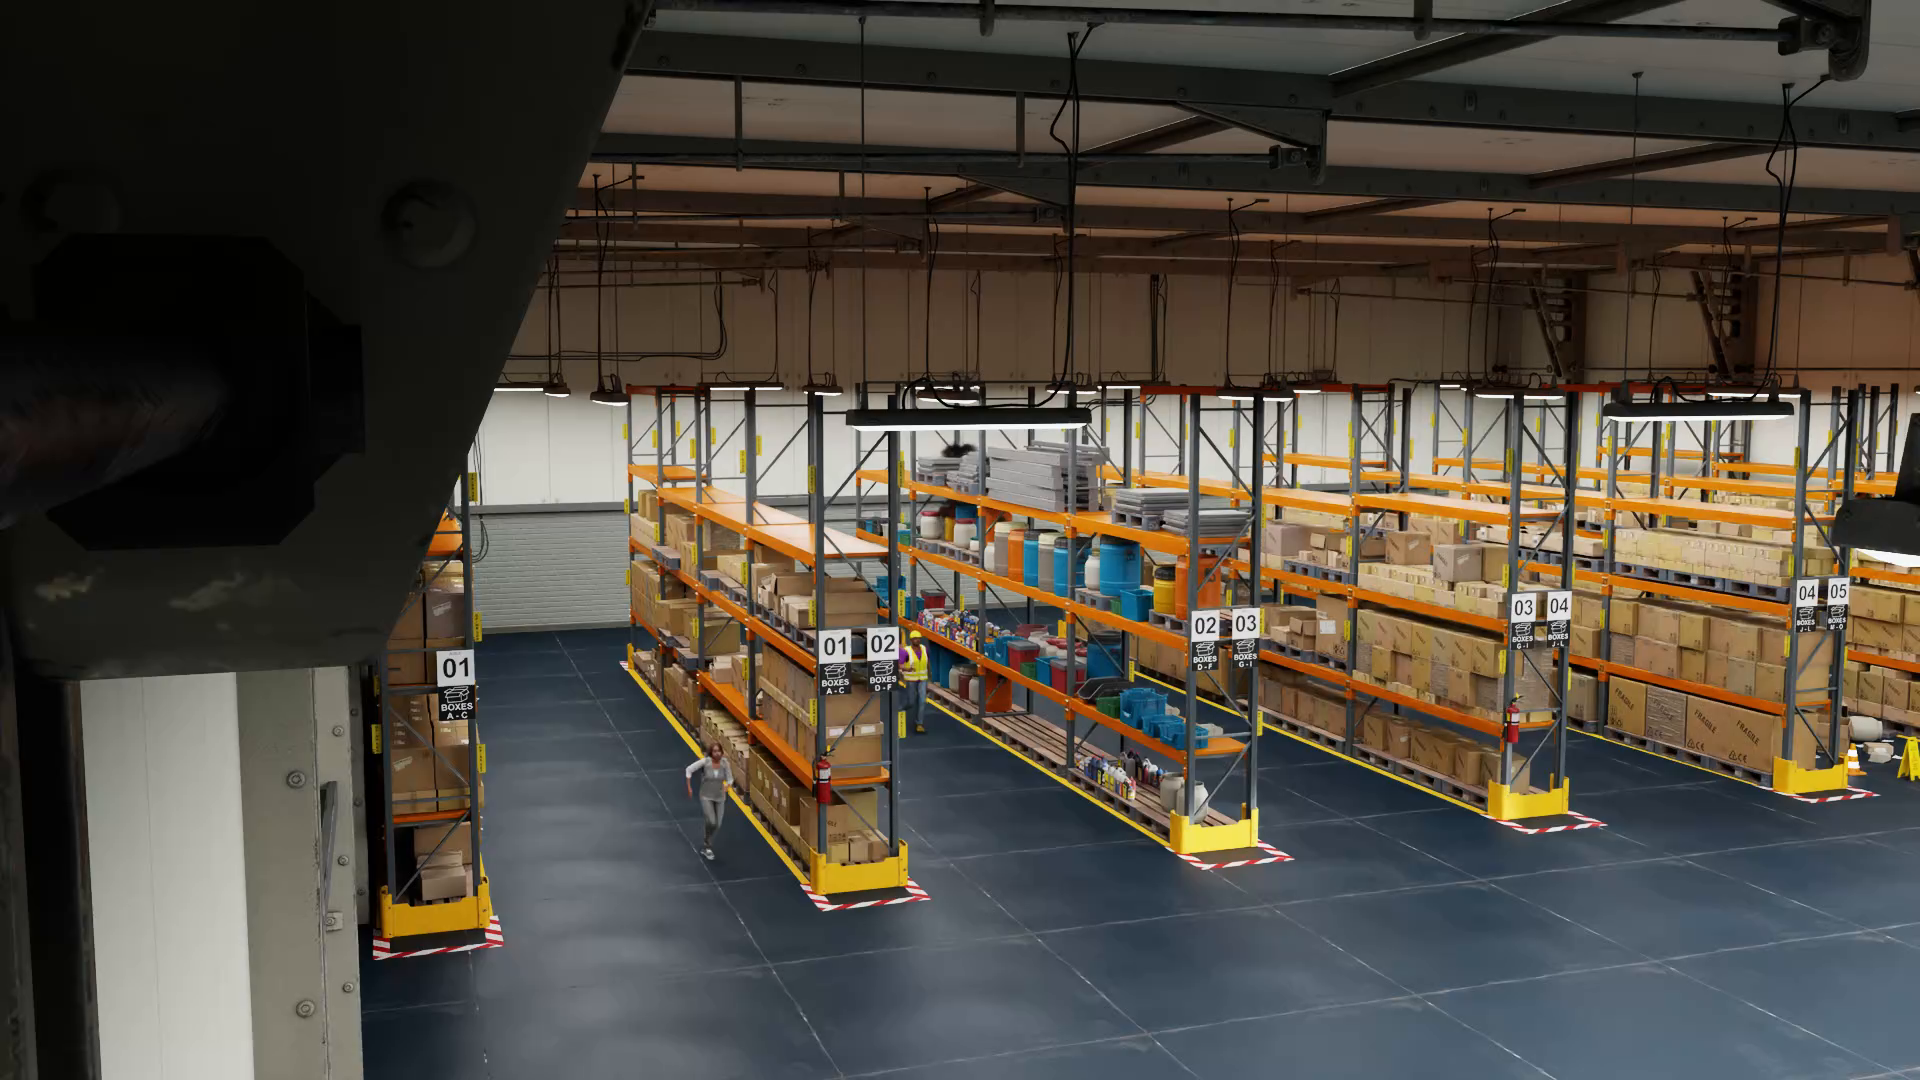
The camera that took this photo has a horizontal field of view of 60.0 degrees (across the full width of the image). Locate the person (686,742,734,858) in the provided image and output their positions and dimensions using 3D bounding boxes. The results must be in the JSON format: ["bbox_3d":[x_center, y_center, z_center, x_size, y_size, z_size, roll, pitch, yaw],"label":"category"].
[{"bbox_3d":[-3.186,3.361,21.378,0.571,1.543,0.623,-3,6,-23],"label":"person"}]

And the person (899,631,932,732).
[{"bbox_3d":[-0.797,2.447,29.169,0.715,1.741,0.822,-3,6,-24],"label":"person"}]
